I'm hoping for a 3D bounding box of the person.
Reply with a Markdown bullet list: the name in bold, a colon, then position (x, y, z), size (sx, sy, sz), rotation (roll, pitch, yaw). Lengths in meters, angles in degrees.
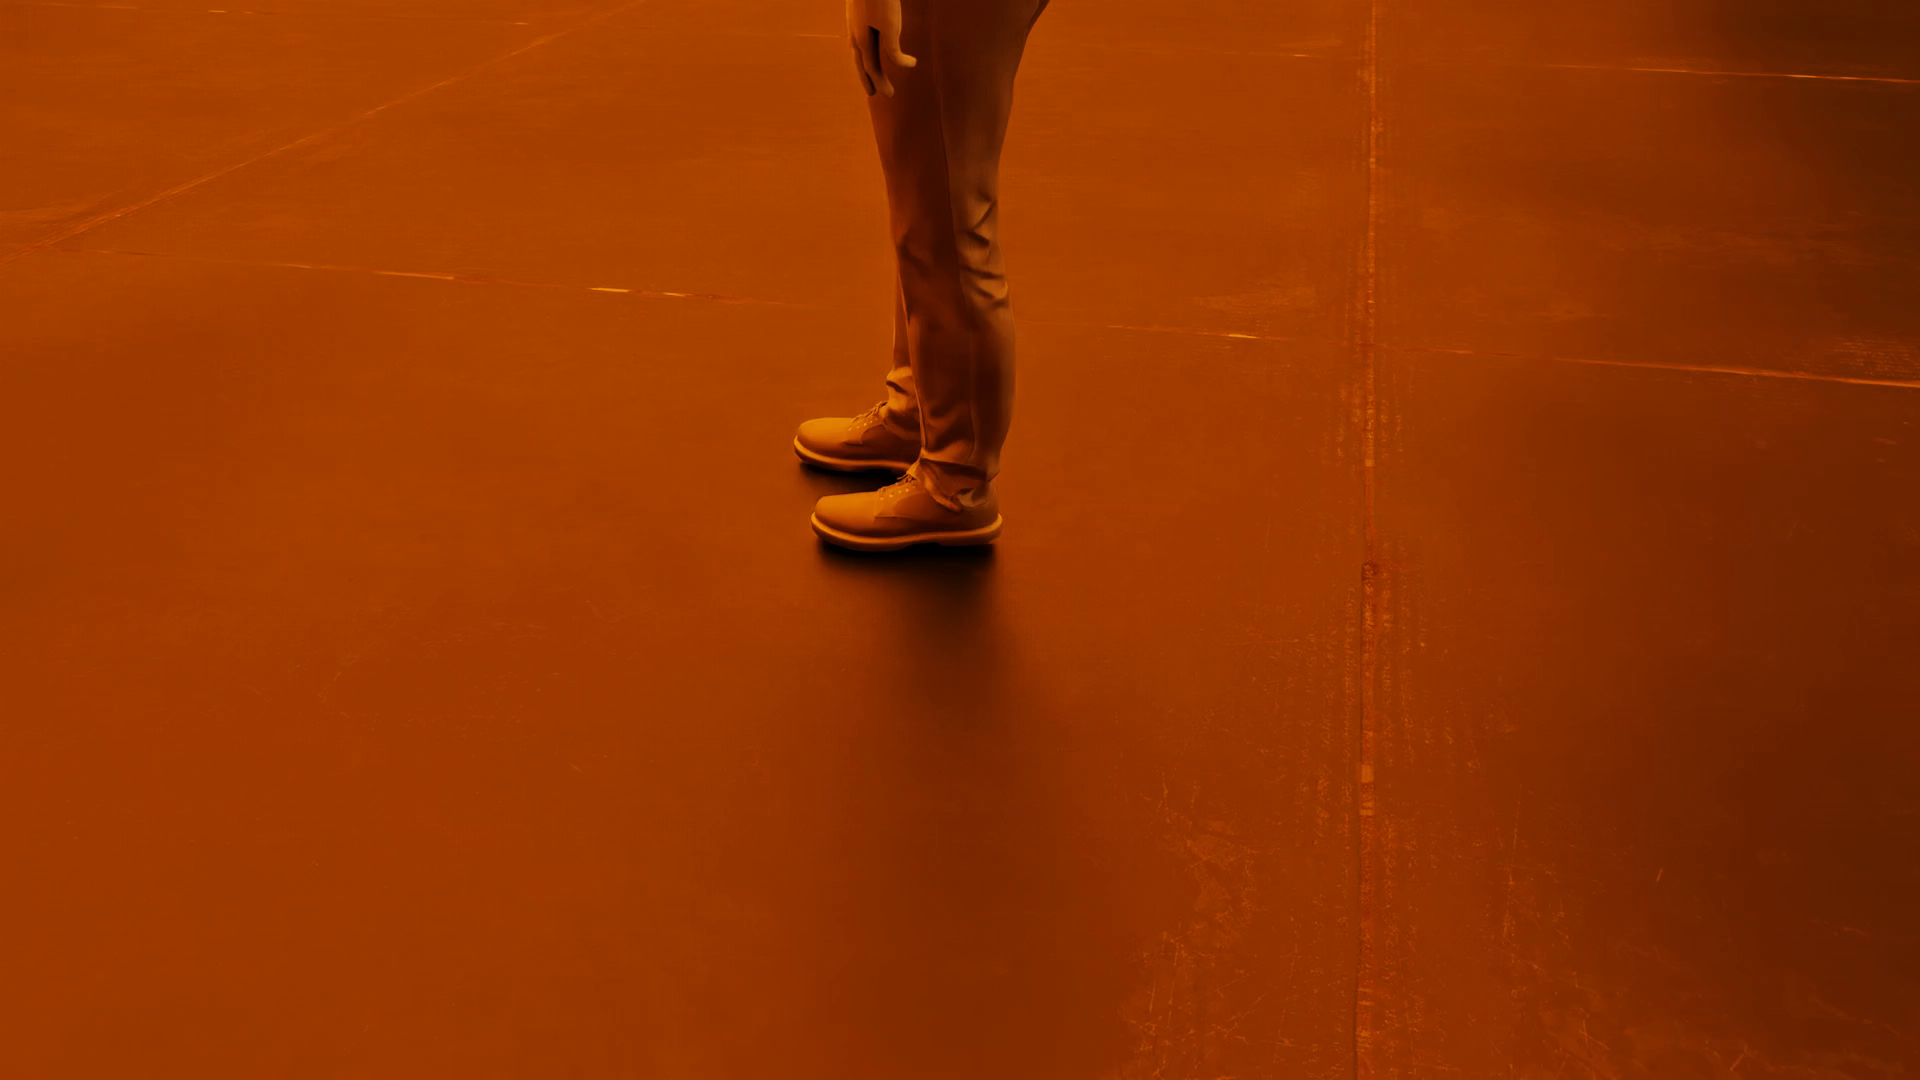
- **person**: position (-0.065, -0.772, 2.134), size (0.531, 1.695, 0.587), rotation (6, 27, 11)
